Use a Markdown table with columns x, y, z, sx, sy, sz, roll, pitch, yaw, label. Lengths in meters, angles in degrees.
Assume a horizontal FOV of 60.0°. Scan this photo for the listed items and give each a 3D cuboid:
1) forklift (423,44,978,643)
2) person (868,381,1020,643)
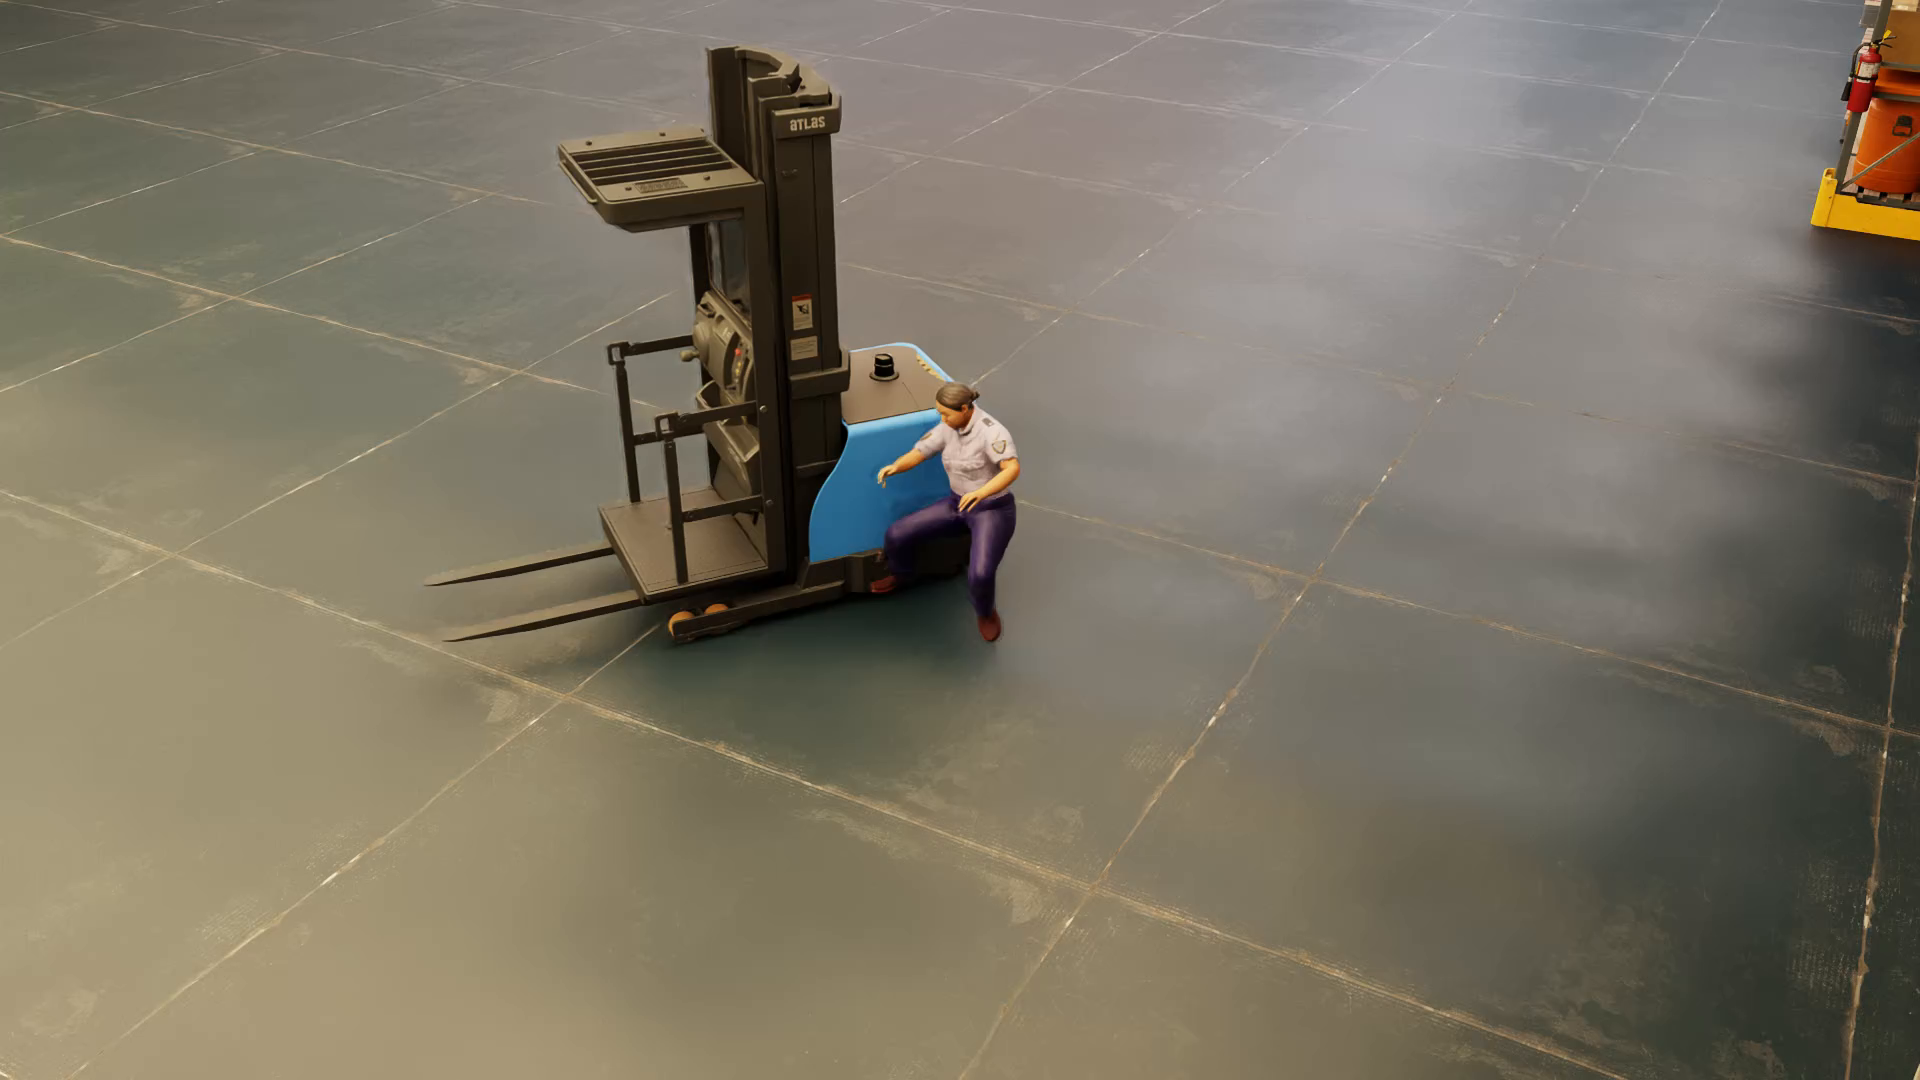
| x | y | z | sx | sy | sz | roll | pitch | yaw | label |
| --- | --- | --- | --- | --- | --- | --- | --- | --- | --- |
| -1.445 | -1.013 | 8.826 | 3.031 | 2.935 | 1.130 | -13 | 32 | -21 | forklift |
| -0.080 | -0.152 | 8.856 | 0.722 | 1.410 | 0.959 | -22 | 37 | -33 | person |
